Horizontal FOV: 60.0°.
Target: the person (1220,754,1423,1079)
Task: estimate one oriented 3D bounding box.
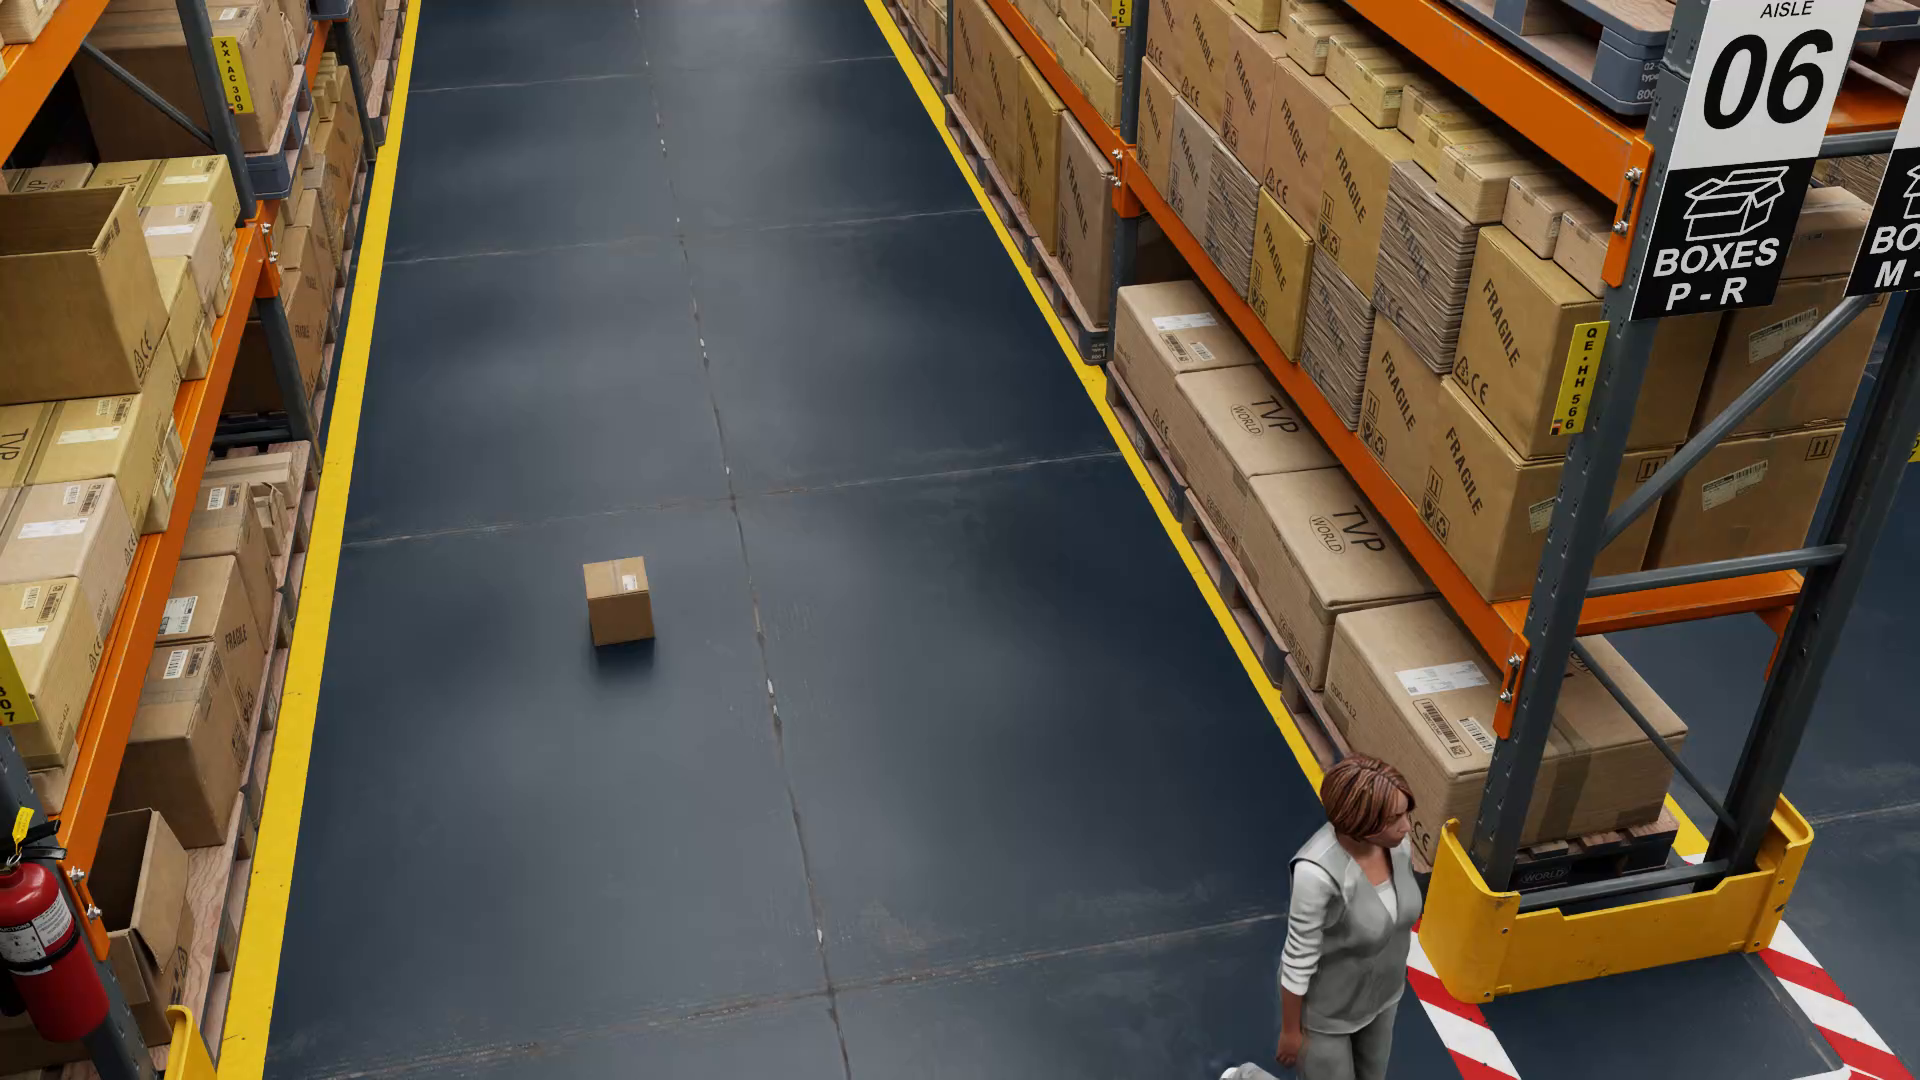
[{"bbox_3d":[0.988,1.193,4.403,0.449,1.587,0.500,-24,42,-31],"label":"person"}]
